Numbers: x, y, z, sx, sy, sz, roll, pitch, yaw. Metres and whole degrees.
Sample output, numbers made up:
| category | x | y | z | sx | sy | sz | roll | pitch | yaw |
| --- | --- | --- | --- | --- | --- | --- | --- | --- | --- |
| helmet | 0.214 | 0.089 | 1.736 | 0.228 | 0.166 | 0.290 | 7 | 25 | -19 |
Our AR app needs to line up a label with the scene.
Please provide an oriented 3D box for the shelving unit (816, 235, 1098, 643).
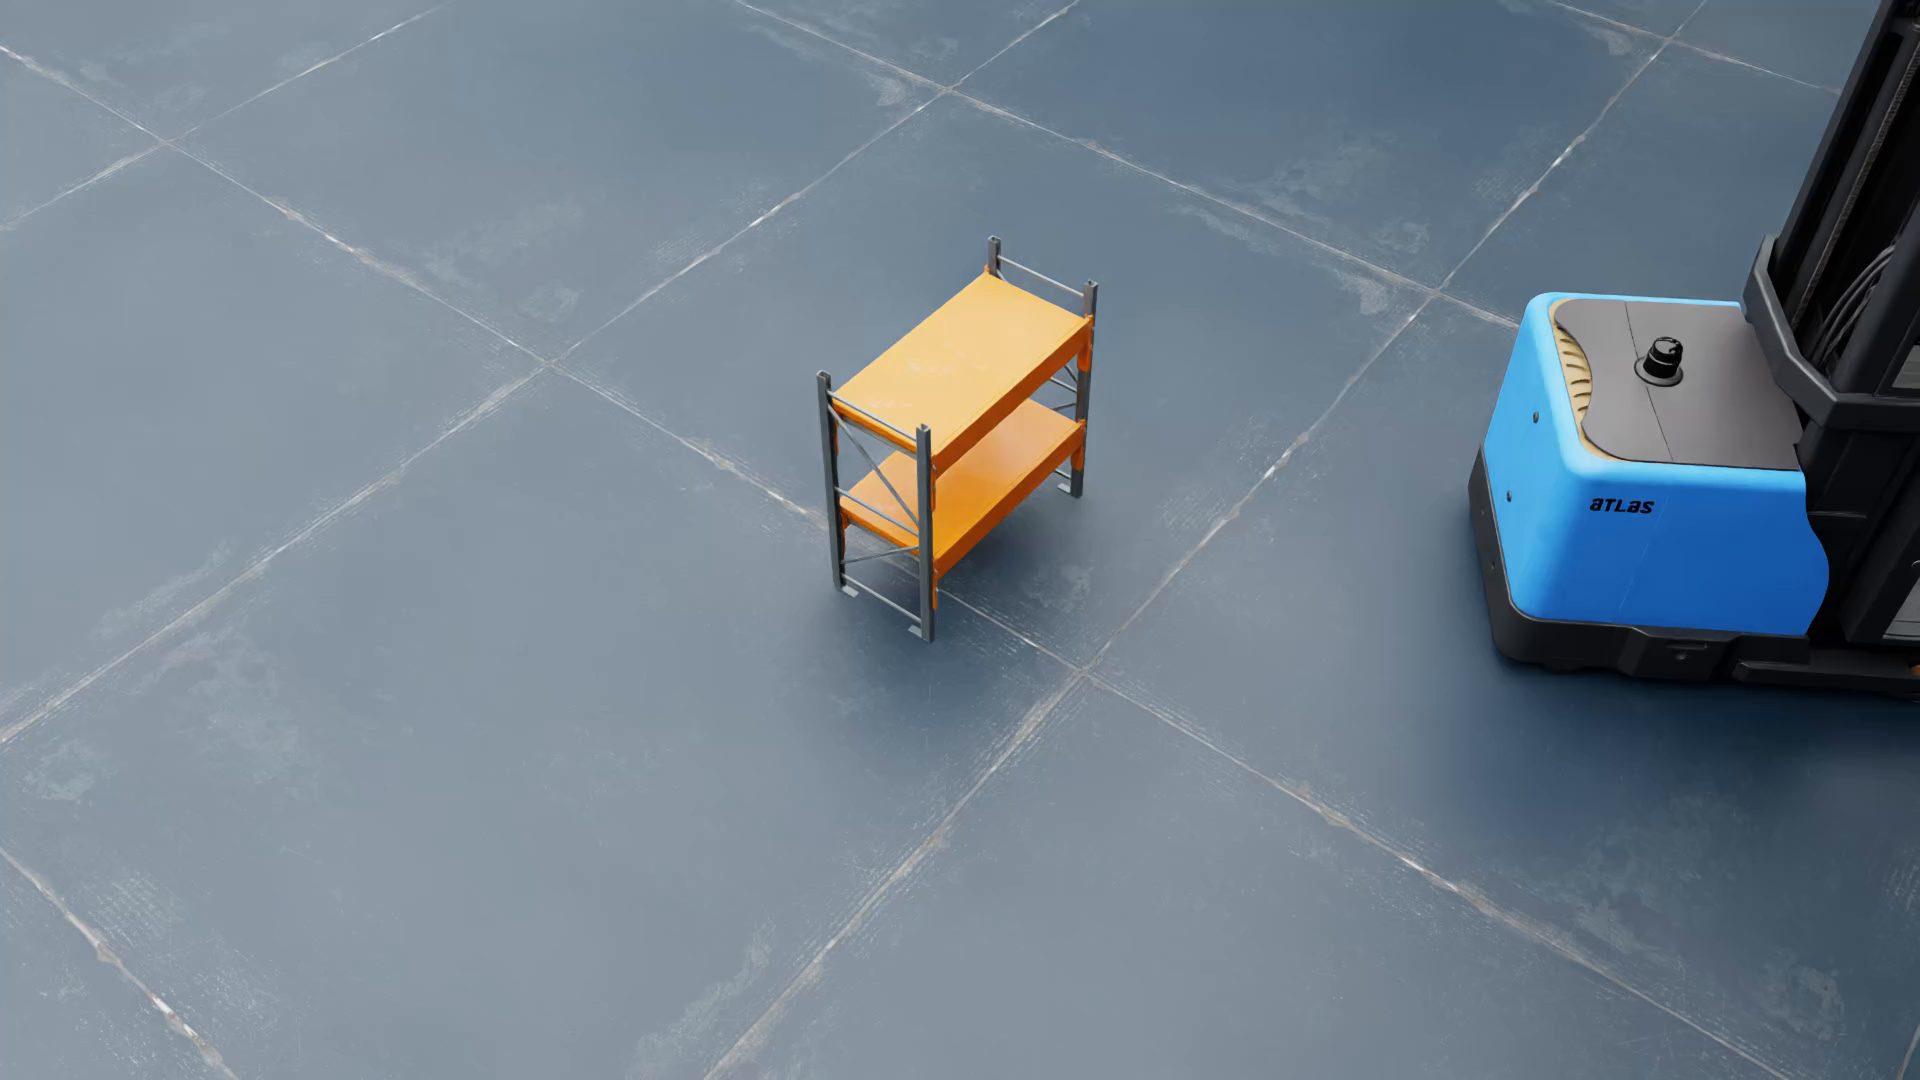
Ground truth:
| category | x | y | z | sx | sy | sz | roll | pitch | yaw |
| --- | --- | --- | --- | --- | --- | --- | --- | --- | --- |
| shelving unit | 0.004 | -0.392 | 6.512 | 0.538 | 1.125 | 1.048 | 29 | 53 | 25 |

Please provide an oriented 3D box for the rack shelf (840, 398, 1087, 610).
| category | x | y | z | sx | sy | sz | roll | pitch | yaw |
| --- | --- | --- | --- | --- | --- | --- | --- | --- | --- |
| rack shelf | 0.004 | -0.224 | 6.688 | 0.538 | 0.278 | 1.000 | 29 | 53 | 25 |

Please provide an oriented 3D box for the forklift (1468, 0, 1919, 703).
| category | x | y | z | sx | sy | sz | roll | pitch | yaw |
| --- | --- | --- | --- | --- | --- | --- | --- | --- | --- |
| forklift | 3.617 | -0.782 | 5.635 | 3.031 | 2.935 | 1.130 | 4 | 46 | 3 |

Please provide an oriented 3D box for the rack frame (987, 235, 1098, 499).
| category | x | y | z | sx | sy | sz | roll | pitch | yaw |
| --- | --- | --- | --- | --- | --- | --- | --- | --- | --- |
| rack frame | 0.315 | -0.683 | 6.790 | 0.500 | 1.125 | 0.032 | 29 | 53 | 25 |

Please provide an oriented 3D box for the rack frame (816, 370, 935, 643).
| category | x | y | z | sx | sy | sz | roll | pitch | yaw |
| --- | --- | --- | --- | --- | --- | --- | --- | --- | --- |
| rack frame | -0.307 | -0.102 | 6.234 | 0.500 | 1.125 | 0.032 | 29 | 53 | 25 |

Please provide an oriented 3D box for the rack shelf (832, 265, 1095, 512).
| category | x | y | z | sx | sy | sz | roll | pitch | yaw |
| --- | --- | --- | --- | --- | --- | --- | --- | --- | --- |
| rack shelf | 0.004 | -0.595 | 6.300 | 0.538 | 0.278 | 1.000 | 29 | 53 | 25 |
